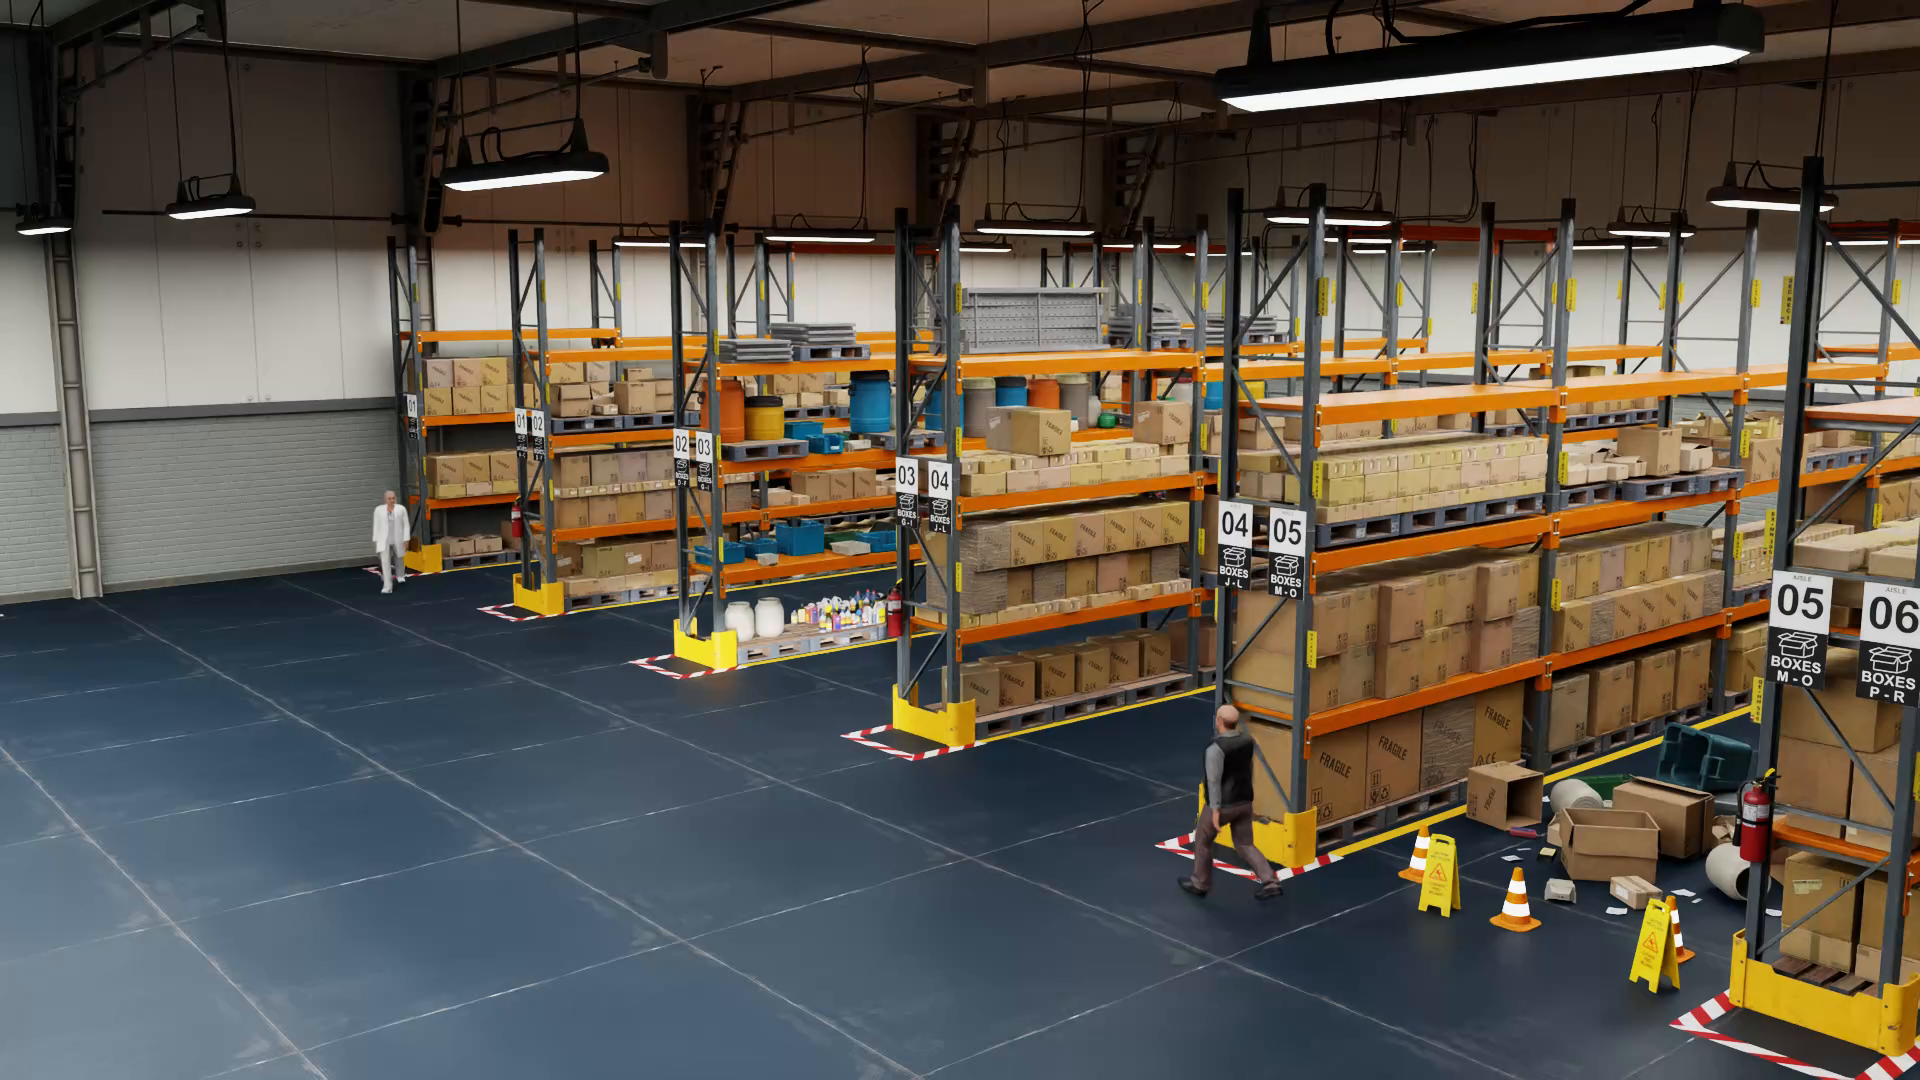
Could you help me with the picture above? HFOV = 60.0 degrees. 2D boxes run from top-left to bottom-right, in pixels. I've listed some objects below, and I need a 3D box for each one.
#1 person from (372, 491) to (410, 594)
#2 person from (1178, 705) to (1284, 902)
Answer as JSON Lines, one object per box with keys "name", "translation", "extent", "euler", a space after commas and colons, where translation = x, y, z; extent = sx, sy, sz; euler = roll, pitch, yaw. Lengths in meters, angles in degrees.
{"name": "person", "translation": [-9.609, 0.006, 28.096], "extent": [0.610, 1.721, 1.187], "euler": [-3, 9, -16]}
{"name": "person", "translation": [2.259, 2.216, 13.887], "extent": [0.542, 1.682, 0.999], "euler": [-7, 11, -38]}
